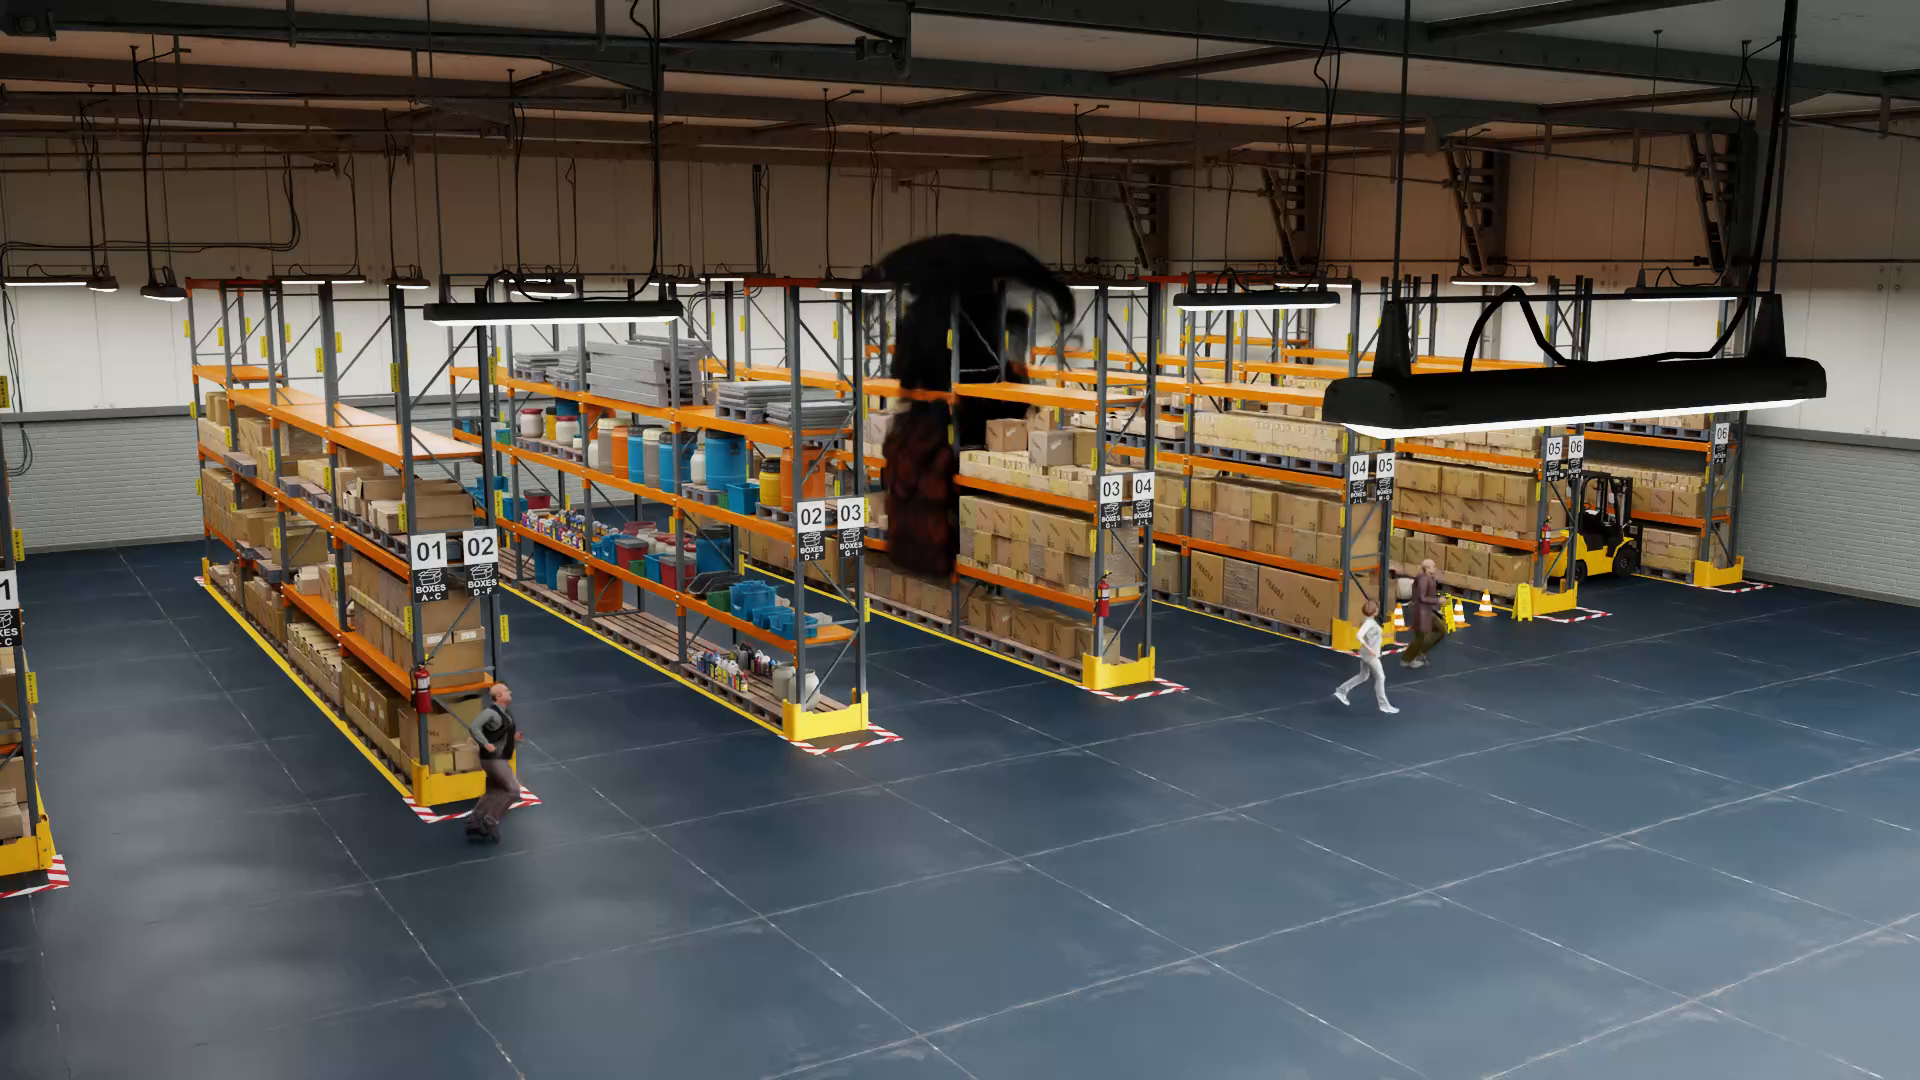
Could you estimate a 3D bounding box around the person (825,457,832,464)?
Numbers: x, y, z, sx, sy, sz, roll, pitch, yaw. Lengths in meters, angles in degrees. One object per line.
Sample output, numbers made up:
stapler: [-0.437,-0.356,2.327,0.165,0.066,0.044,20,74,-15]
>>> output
person: [-3.250,-1.193,39.953,0.749,1.772,0.740,2,10,12]

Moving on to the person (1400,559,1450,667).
person: [7.263,1.185,25.918,0.742,1.635,0.713,4,11,25]

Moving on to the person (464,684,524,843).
person: [-5.154,2.444,18.432,0.662,1.694,0.706,-1,10,-4]

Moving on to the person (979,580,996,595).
person: [0.657,0.244,31.288,0.668,1.749,0.583,-7,12,-36]

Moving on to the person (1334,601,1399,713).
person: [5.740,1.635,23.370,0.895,1.583,0.537,1,10,4]
